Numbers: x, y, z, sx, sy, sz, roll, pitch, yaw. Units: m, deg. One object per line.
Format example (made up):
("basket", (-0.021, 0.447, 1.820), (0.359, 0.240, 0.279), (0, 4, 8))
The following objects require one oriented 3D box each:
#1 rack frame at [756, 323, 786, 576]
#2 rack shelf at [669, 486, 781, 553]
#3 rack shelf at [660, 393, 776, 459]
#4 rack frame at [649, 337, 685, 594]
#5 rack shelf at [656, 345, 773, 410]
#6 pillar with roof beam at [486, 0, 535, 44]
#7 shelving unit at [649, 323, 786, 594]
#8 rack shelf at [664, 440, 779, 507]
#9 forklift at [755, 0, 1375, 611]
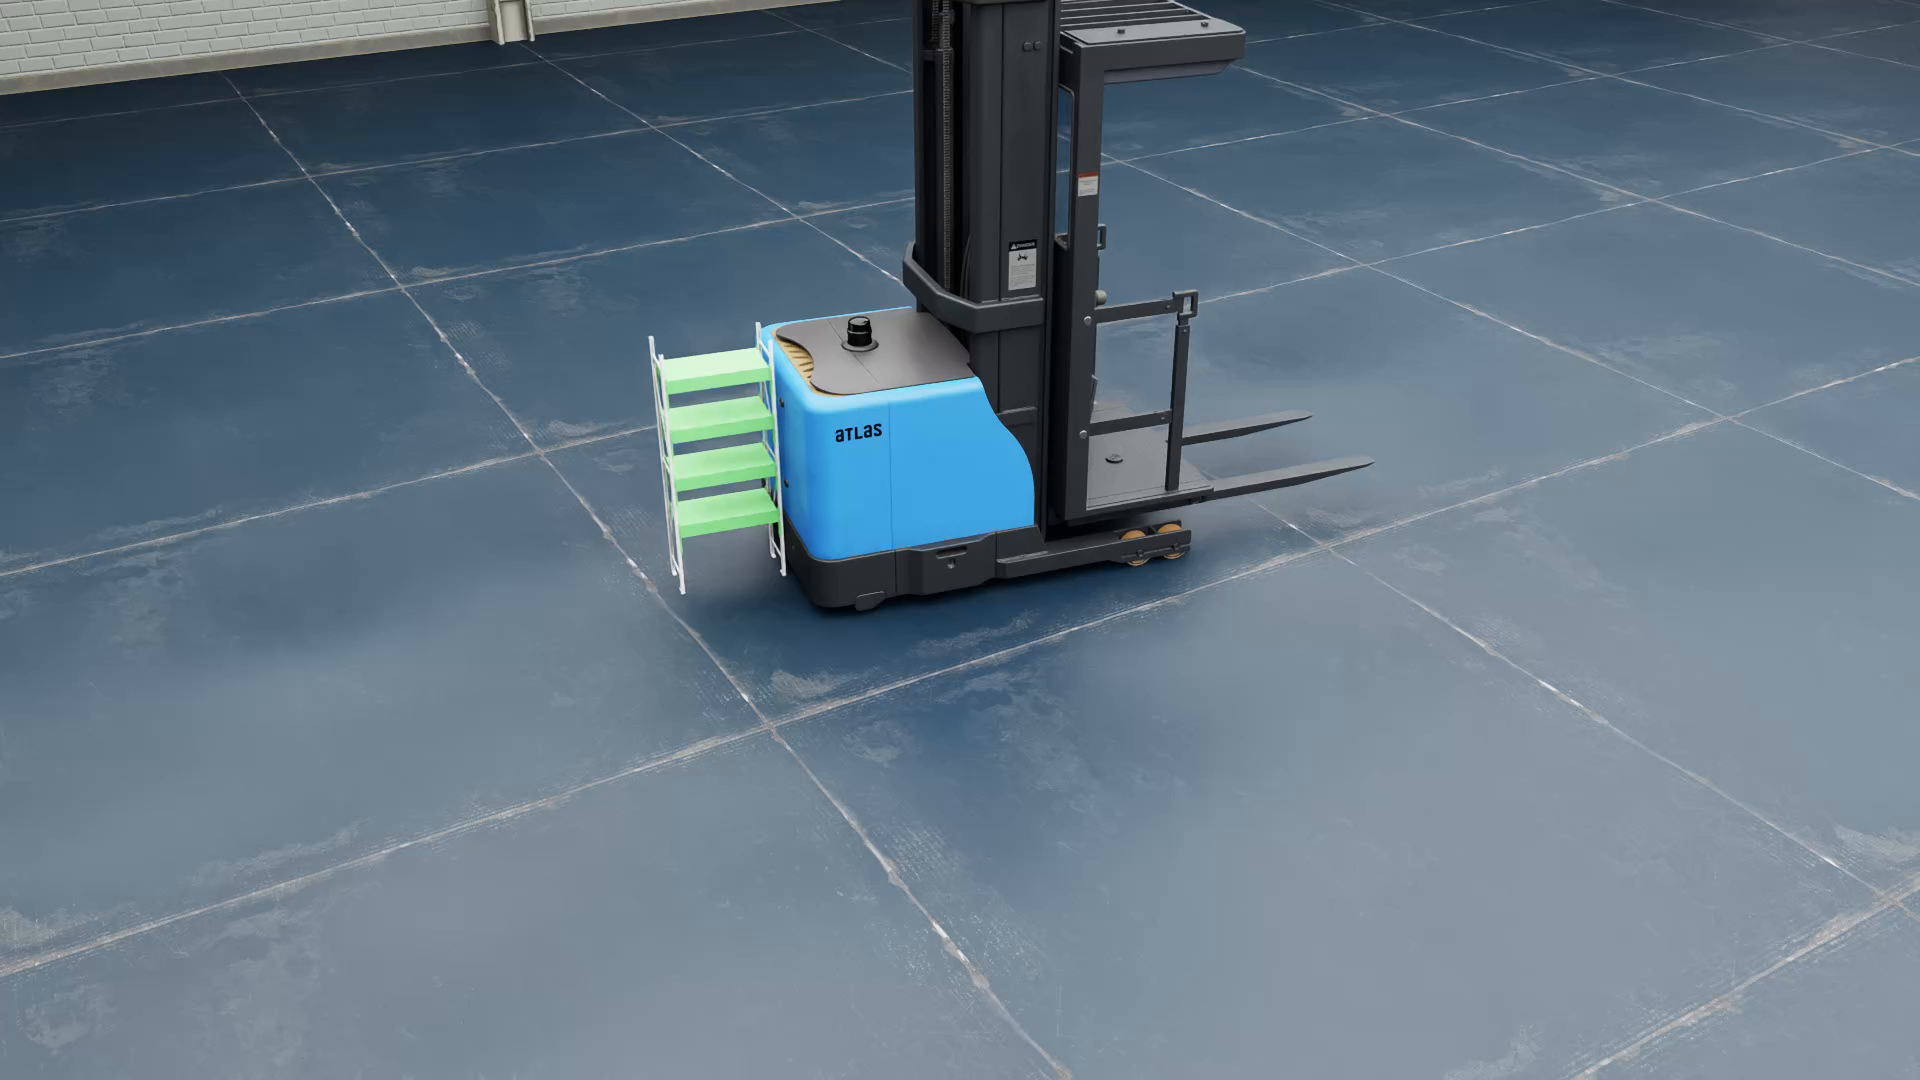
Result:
("rack frame", (-0.879, -0.408, 7.747), (0.015, 1.200, 0.240), (-10, 30, -18))
("rack shelf", (-1.108, -0.101, 7.820), (0.480, 0.148, 0.258), (-10, 30, -18))
("rack shelf", (-1.108, -0.521, 7.588), (0.480, 0.148, 0.258), (-10, 30, -18))
("rack frame", (-1.337, -0.326, 7.599), (0.015, 1.200, 0.240), (-10, 30, -18))
("rack shelf", (-1.108, -0.731, 7.472), (0.480, 0.148, 0.258), (-10, 30, -18))
("pillar with roof beam", (-2.694, -7.602, 12.712), (0.400, 9.000, 9.100), (-16, 33, -26))
("shelving unit", (-1.108, -0.367, 7.673), (0.503, 1.200, 0.258), (-10, 30, -18))
("rack shelf", (-1.108, -0.311, 7.704), (0.480, 0.148, 0.258), (-10, 30, -18))
("forklift", (0.592, -1.388, 7.732), (3.031, 2.935, 1.130), (-10, 30, -18))
